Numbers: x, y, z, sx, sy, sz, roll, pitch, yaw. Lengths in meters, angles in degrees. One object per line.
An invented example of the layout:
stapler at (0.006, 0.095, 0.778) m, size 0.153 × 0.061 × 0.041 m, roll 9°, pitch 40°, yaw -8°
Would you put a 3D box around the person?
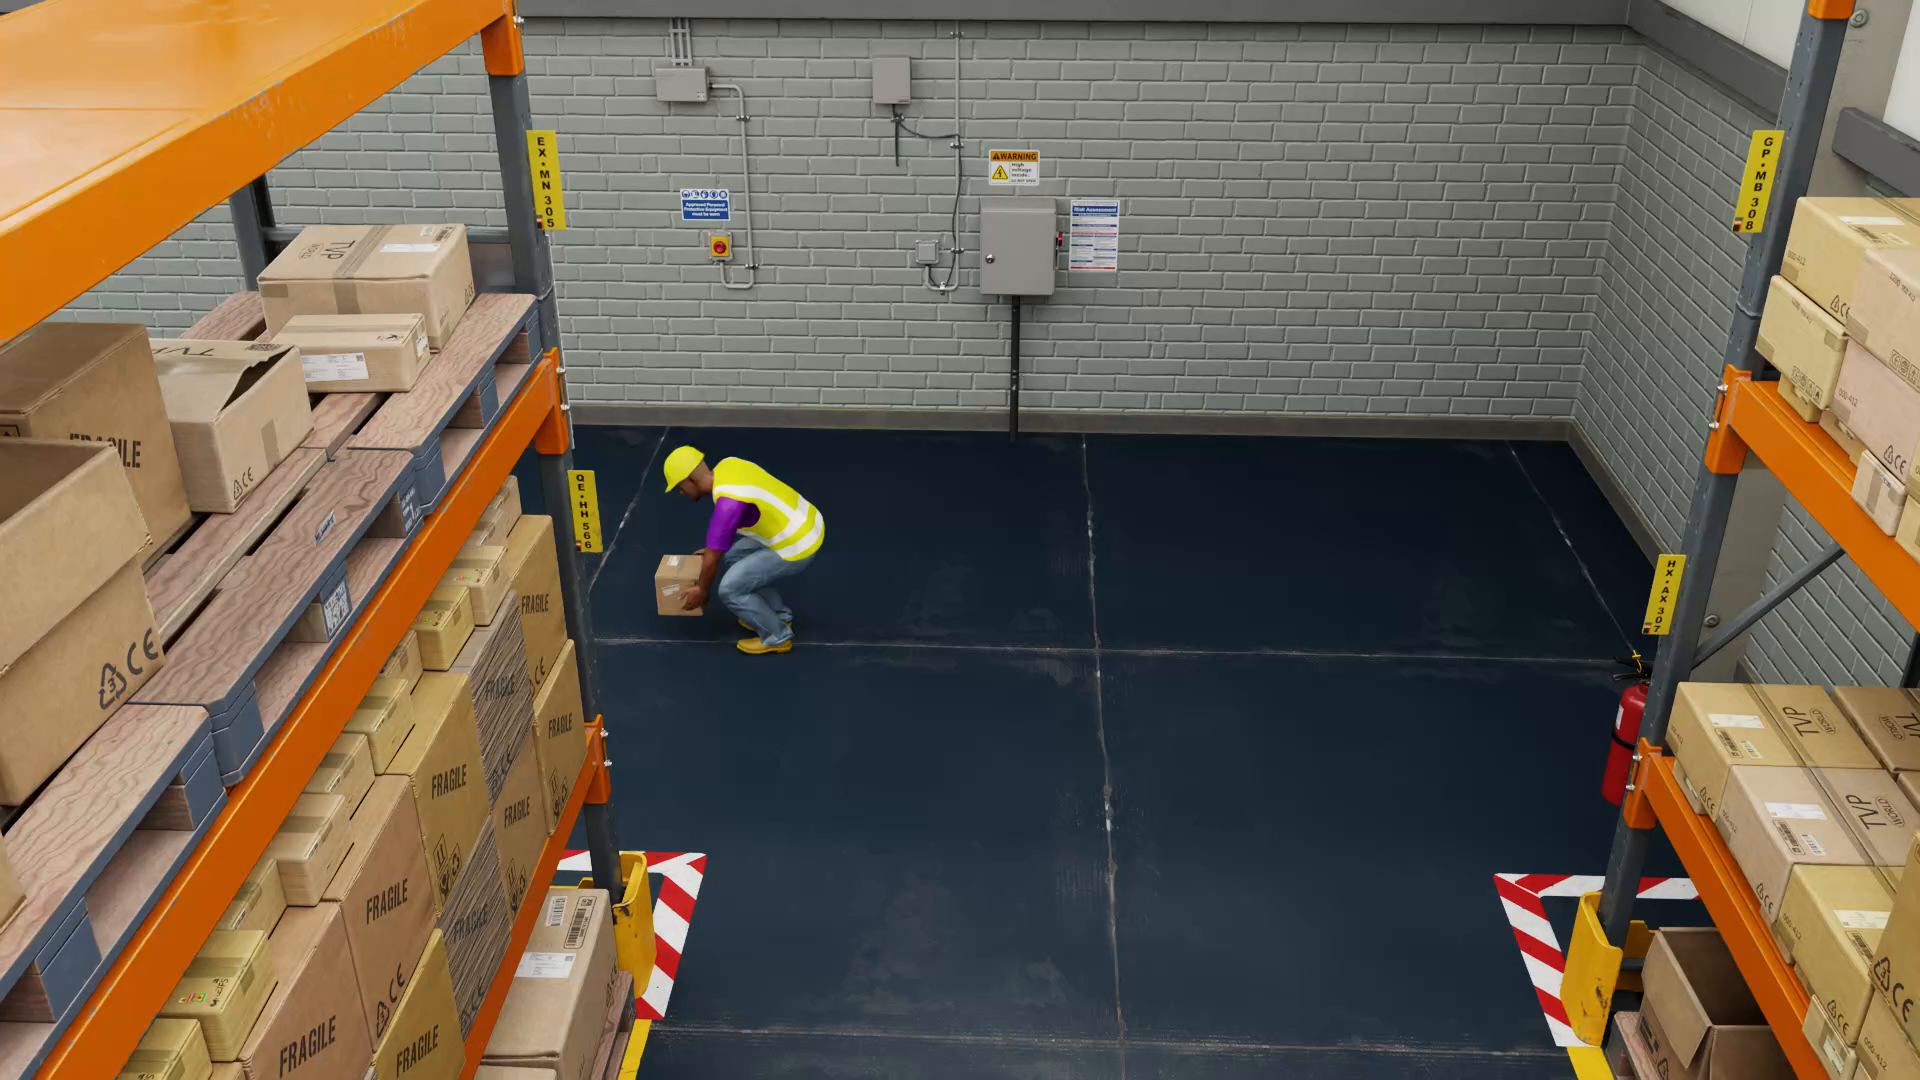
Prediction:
person at (-1.164, 0.042, 9.119) m, size 0.839 × 1.207 × 0.620 m, roll 1°, pitch 28°, yaw 2°
